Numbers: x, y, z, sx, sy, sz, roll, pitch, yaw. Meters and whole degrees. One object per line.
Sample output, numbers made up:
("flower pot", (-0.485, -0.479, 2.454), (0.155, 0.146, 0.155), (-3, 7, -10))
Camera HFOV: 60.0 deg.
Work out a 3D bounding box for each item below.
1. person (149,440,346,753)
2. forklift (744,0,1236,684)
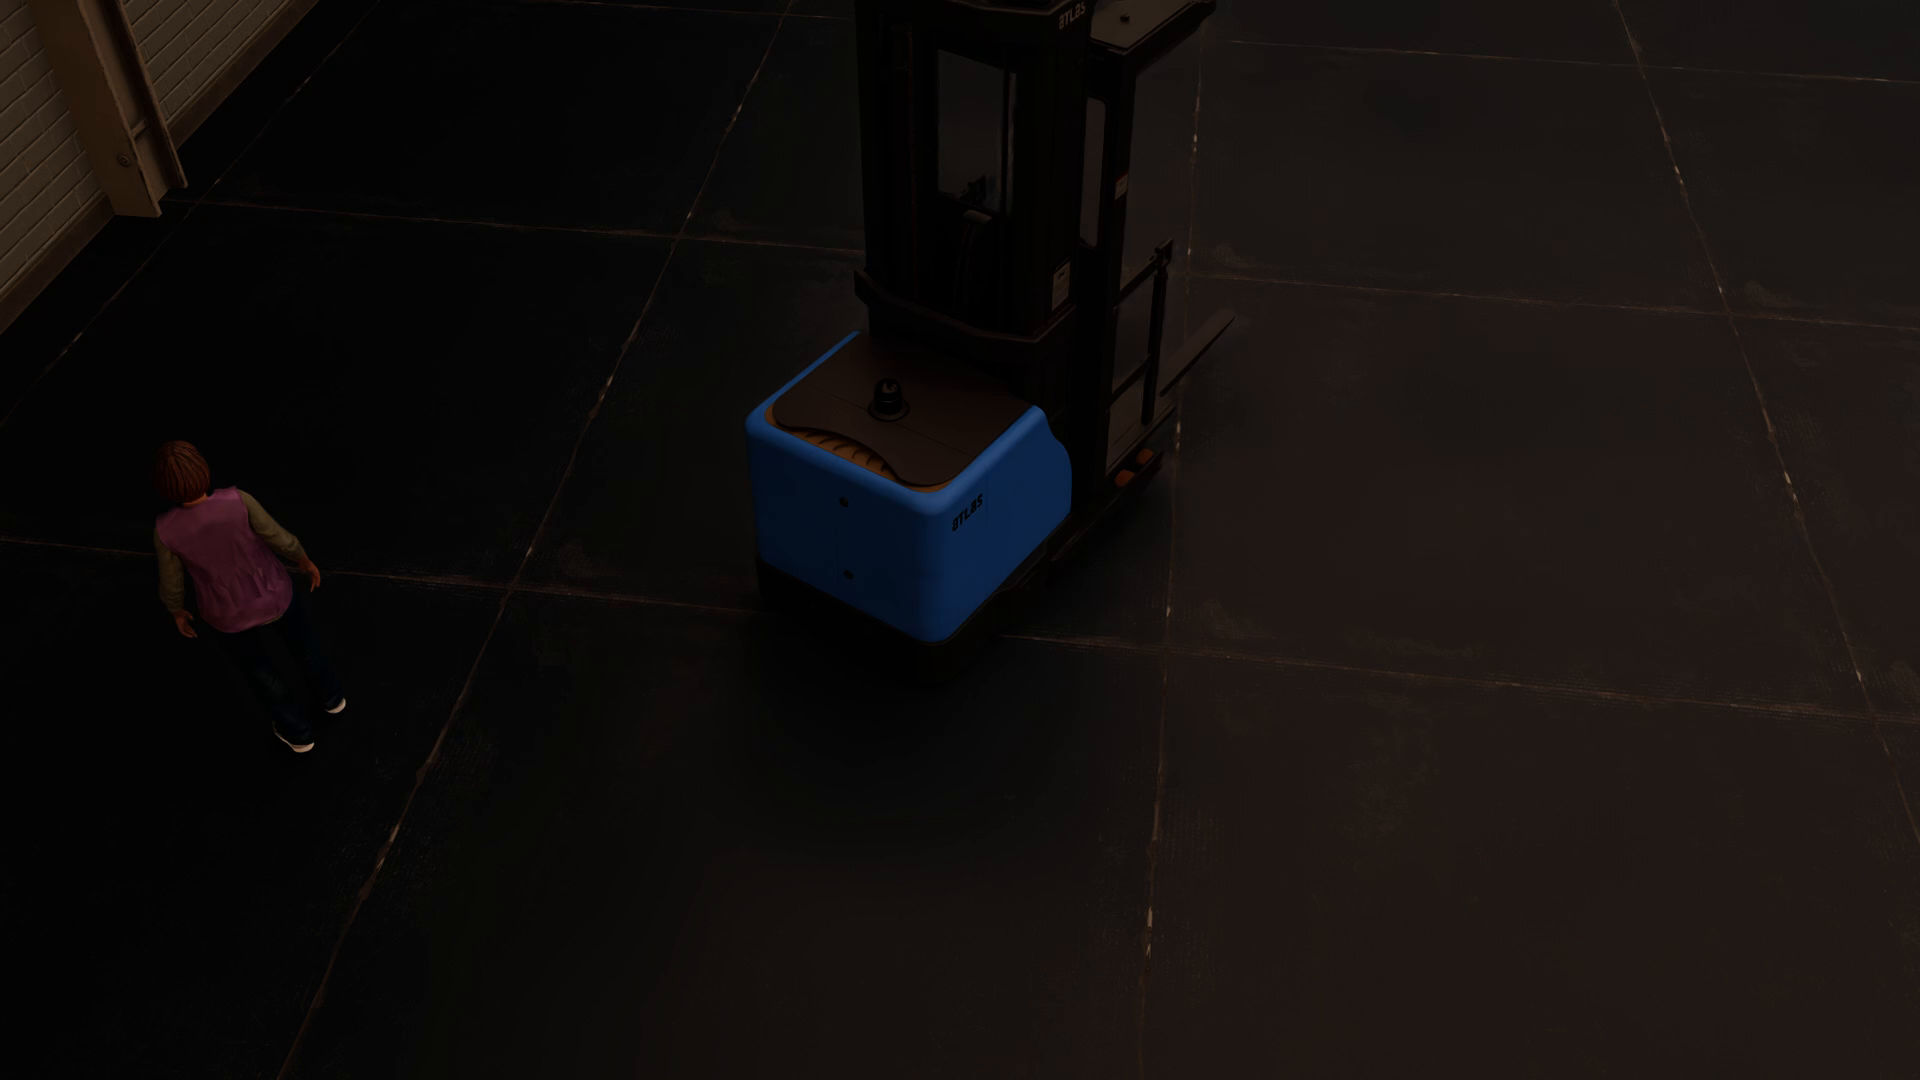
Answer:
("person", (-2.800, 0.198, 6.494), (0.560, 1.602, 0.457), (-24, 48, -24))
("forklift", (0.340, -1.425, 7.276), (1.130, 2.935, 3.031), (25, 48, 25))
